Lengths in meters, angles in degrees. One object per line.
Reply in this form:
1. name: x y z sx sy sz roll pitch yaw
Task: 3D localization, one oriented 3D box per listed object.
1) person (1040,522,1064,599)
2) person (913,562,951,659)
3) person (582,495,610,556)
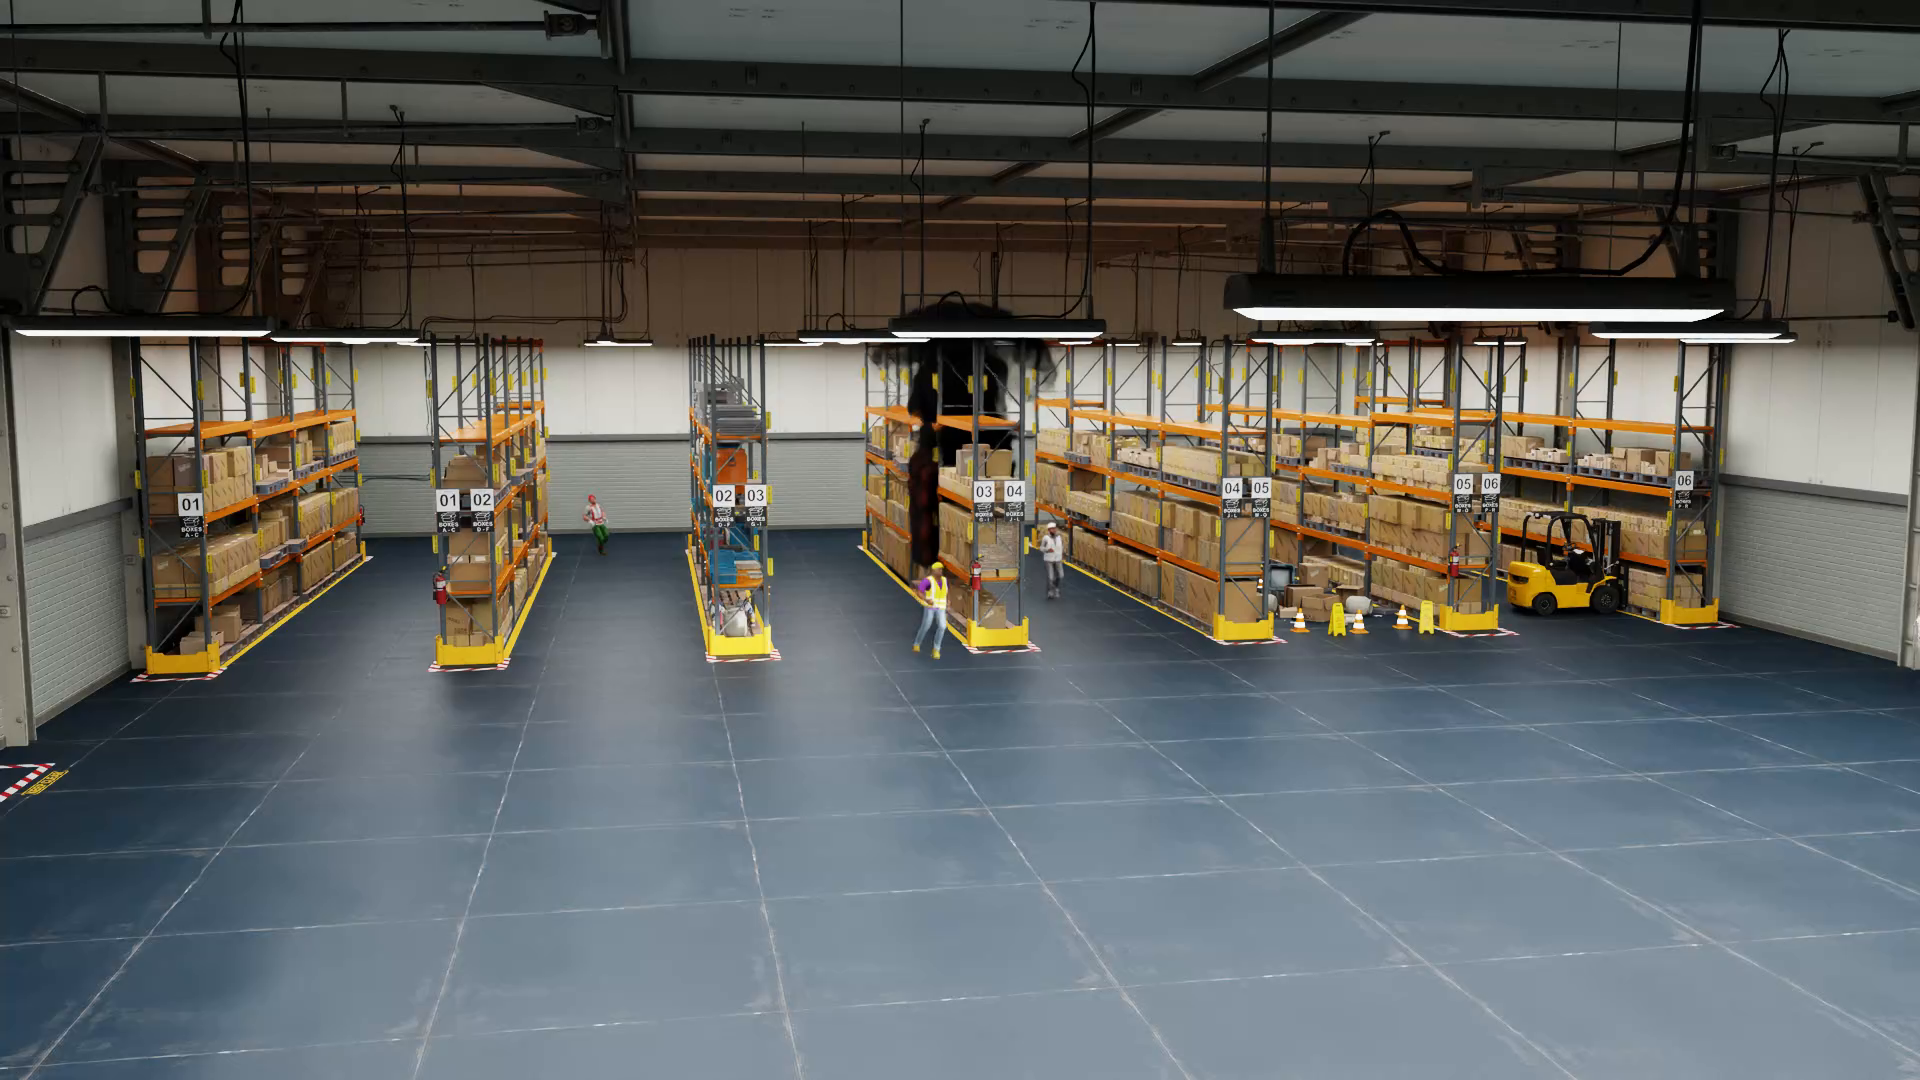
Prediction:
1. person: 2.160 0.483 38.180 0.641 1.772 0.650 -2 7 -15
2. person: -0.466 1.303 31.164 0.760 1.783 0.760 -3 7 -25
3. person: -10.064 -0.403 46.134 0.503 1.721 0.741 6 9 41
